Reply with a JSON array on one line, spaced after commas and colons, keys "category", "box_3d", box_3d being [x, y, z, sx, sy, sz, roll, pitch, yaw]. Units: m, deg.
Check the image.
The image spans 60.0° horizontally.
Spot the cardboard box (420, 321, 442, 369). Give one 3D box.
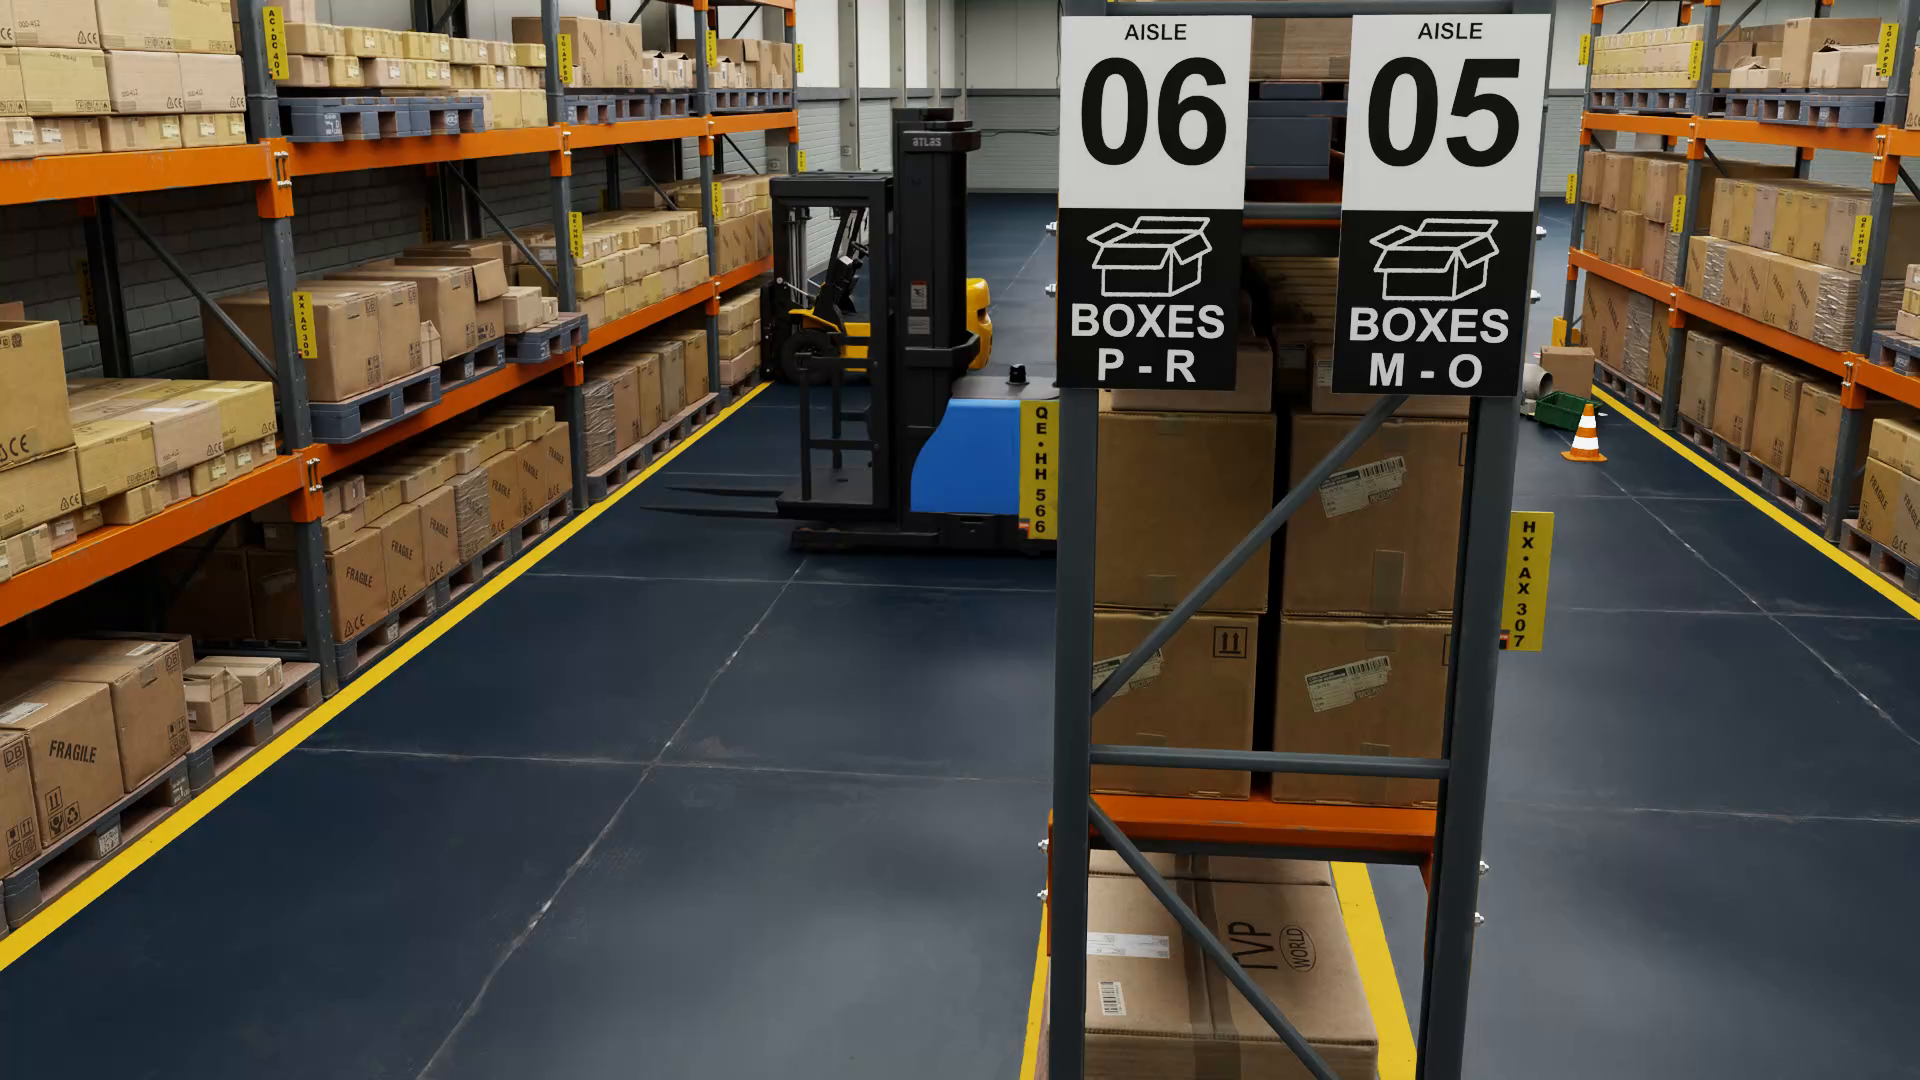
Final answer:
[{"category": "cardboard box", "box_3d": [-3.218, -1.137, 9.572, 0.396, 0.266, 0.258, 2, 15, 9]}]

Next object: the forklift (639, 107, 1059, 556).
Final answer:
[{"category": "forklift", "box_3d": [-0.709, -1.460, 11.446, 3.031, 2.935, 1.130, 2, 15, 8]}]

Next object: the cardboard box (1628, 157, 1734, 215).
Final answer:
[{"category": "cardboard box", "box_3d": [7.281, -3.568, 16.754, 0.875, 0.550, 0.500, 2, 15, 6]}]

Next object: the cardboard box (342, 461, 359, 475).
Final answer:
[{"category": "cardboard box", "box_3d": [-3.897, -0.400, 10.136, 0.380, 0.149, 0.250, 2, 15, 7]}]

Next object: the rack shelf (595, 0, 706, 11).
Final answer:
[{"category": "rack shelf", "box_3d": [-3.079, -4.562, 13.436, 1.077, 0.370, 4.000, 2, 15, 6]}]

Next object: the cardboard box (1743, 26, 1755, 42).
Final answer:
[{"category": "cardboard box", "box_3d": [7.444, -4.639, 15.281, 0.380, 0.149, 0.250, 2, 15, 6]}]

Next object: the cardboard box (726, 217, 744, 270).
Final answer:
[{"category": "cardboard box", "box_3d": [-2.501, -3.016, 16.877, 0.500, 0.500, 0.500, 2, 15, 7]}]

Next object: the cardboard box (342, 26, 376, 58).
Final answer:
[{"category": "cardboard box", "box_3d": [-3.256, -2.571, 8.594, 0.380, 0.149, 0.250, 1, 15, 5]}]

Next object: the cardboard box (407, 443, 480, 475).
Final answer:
[{"category": "cardboard box", "box_3d": [-3.286, -0.518, 10.572, 0.380, 0.149, 0.250, 1, 15, 4]}]

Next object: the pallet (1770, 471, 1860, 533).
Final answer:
[{"category": "pallet", "box_3d": [6.721, -0.279, 12.288, 1.003, 0.211, 1.213, 2, 15, 6]}]

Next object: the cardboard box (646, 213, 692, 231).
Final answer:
[{"category": "cardboard box", "box_3d": [-2.682, -2.923, 15.293, 0.380, 0.149, 0.250, 1, 15, 5]}]

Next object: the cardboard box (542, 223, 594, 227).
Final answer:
[{"category": "cardboard box", "box_3d": [-3.324, -2.607, 14.123, 0.380, 0.149, 0.250, 2, 15, 7]}]

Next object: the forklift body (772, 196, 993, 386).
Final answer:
[{"category": "forklift body", "box_3d": [-0.803, -2.807, 17.922, 2.313, 2.155, 1.214, 2, 15, 6]}]

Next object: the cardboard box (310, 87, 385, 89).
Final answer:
[{"category": "cardboard box", "box_3d": [-3.756, -2.838, 10.190, 0.380, 0.149, 0.250, 1, 15, 5]}]

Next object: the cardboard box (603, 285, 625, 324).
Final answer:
[{"category": "cardboard box", "box_3d": [-2.950, -1.853, 13.055, 0.500, 0.250, 0.500, 1, 15, 5]}]

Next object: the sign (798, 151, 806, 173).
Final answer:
[{"category": "sign", "box_3d": [-1.864, -4.416, 19.574, 0.100, 0.325, 0.005, 2, 15, 6]}]

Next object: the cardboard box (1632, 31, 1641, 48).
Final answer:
[{"category": "cardboard box", "box_3d": [6.933, -4.987, 16.568, 0.380, 0.149, 0.250, 2, 15, 7]}]

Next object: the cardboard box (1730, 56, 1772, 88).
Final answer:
[{"category": "cardboard box", "box_3d": [6.693, -3.945, 14.019, 0.258, 0.266, 0.396, 1, 15, 5]}]

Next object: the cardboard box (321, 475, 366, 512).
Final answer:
[{"category": "cardboard box", "box_3d": [-3.469, -0.257, 9.036, 0.380, 0.149, 0.250, 1, 15, 4]}]

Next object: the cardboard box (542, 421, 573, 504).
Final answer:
[{"category": "cardboard box", "box_3d": [-3.139, -0.567, 11.997, 0.500, 0.500, 0.500, 2, 15, 8]}]

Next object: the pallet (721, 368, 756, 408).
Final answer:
[{"category": "pallet", "box_3d": [-2.722, -1.584, 17.114, 1.003, 0.211, 1.213, 2, 15, 6]}]

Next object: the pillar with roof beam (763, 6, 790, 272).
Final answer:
[{"category": "pillar with roof beam", "box_3d": [1.579, -7.933, 23.762, 9.100, 9.000, 0.400, 2, 15, 6]}]

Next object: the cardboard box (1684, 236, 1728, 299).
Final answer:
[{"category": "cardboard box", "box_3d": [6.682, -2.380, 14.524, 0.500, 0.500, 0.500, 2, 15, 7]}]

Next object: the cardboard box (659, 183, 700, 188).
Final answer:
[{"category": "cardboard box", "box_3d": [-2.941, -3.652, 17.419, 0.380, 0.149, 0.250, 2, 15, 6]}]

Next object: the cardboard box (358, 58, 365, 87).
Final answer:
[{"category": "cardboard box", "box_3d": [-3.332, -2.428, 8.633, 0.380, 0.149, 0.250, 2, 15, 7]}]

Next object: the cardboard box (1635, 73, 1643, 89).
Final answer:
[{"category": "cardboard box", "box_3d": [6.904, -4.537, 16.434, 0.380, 0.149, 0.250, 2, 15, 6]}]

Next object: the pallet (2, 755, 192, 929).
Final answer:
[{"category": "pallet", "box_3d": [-3.970, 1.192, 6.850, 1.003, 0.211, 1.213, 2, 15, 6]}]

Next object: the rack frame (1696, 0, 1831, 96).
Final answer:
[{"category": "rack frame", "box_3d": [7.009, -5.356, 14.229, 1.000, 3.000, 0.127, 2, 15, 6]}]

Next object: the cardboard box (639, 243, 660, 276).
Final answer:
[{"category": "cardboard box", "box_3d": [-2.845, -2.362, 13.981, 0.500, 0.250, 0.500, 2, 15, 7]}]

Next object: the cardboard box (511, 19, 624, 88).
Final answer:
[{"category": "cardboard box", "box_3d": [-3.023, -3.749, 12.846, 0.700, 0.500, 0.500, 1, 15, 5]}]

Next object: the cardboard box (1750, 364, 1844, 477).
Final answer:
[{"category": "cardboard box", "box_3d": [6.811, -0.921, 12.828, 1.050, 0.750, 0.750, 2, 15, 7]}]

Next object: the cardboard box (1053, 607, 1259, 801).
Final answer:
[{"category": "cardboard box", "box_3d": [0.517, 0.352, 4.423, 0.500, 0.500, 0.500, 2, 15, 7]}]

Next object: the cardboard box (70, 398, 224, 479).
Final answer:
[{"category": "cardboard box", "box_3d": [-3.613, -0.451, 7.302, 0.500, 0.250, 0.500, 2, 15, 6]}]

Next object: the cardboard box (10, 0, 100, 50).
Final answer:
[{"category": "cardboard box", "box_3d": [-3.688, -2.009, 6.359, 0.500, 0.250, 0.500, 2, 15, 7]}]

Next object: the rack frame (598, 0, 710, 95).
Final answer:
[{"category": "rack frame", "box_3d": [-2.853, -5.621, 15.209, 1.000, 3.000, 0.127, 2, 15, 6]}]

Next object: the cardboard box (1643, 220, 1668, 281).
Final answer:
[{"category": "cardboard box", "box_3d": [7.078, -2.772, 15.878, 0.875, 0.550, 0.550, 2, 15, 6]}]

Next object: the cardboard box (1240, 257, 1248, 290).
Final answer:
[{"category": "cardboard box", "box_3d": [1.272, -1.064, 6.499, 0.380, 0.149, 0.250, 2, 15, 6]}]

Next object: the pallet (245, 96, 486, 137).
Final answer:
[{"category": "pallet", "box_3d": [-3.499, -2.443, 9.564, 1.213, 0.211, 1.003, 2, 15, 6]}]

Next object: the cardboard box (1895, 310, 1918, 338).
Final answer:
[{"category": "cardboard box", "box_3d": [6.307, -1.394, 10.746, 0.380, 0.149, 0.250, 1, 15, 5]}]

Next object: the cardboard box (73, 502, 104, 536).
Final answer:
[{"category": "cardboard box", "box_3d": [-3.752, -0.104, 6.782, 0.380, 0.149, 0.250, 2, 15, 7]}]

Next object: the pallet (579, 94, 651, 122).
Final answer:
[{"category": "pallet", "box_3d": [-3.194, -3.513, 13.522, 1.003, 0.211, 1.213, 2, 15, 9]}]

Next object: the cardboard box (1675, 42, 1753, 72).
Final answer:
[{"category": "cardboard box", "box_3d": [6.809, -4.365, 15.034, 0.500, 0.250, 0.500, 2, 15, 6]}]

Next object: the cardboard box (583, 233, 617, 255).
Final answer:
[{"category": "cardboard box", "box_3d": [-2.927, -2.327, 13.088, 0.380, 0.149, 0.250, 2, 15, 7]}]

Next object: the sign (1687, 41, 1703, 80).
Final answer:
[{"category": "sign", "box_3d": [6.457, -4.212, 14.602, 0.100, 0.325, 0.005, 2, 15, 6]}]

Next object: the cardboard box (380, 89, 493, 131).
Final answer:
[{"category": "cardboard box", "box_3d": [-3.234, -2.662, 10.302, 0.500, 0.250, 0.500, 2, 15, 6]}]

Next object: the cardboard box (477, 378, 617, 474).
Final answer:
[{"category": "cardboard box", "box_3d": [-3.221, -0.905, 13.007, 0.875, 0.625, 0.625, 2, 15, 8]}]

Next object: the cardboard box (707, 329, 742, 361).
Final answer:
[{"category": "cardboard box", "box_3d": [-2.492, -1.958, 16.661, 0.500, 0.250, 0.500, 2, 15, 6]}]

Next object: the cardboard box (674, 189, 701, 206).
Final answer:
[{"category": "cardboard box", "box_3d": [-2.600, -3.375, 16.391, 0.380, 0.149, 0.250, 2, 15, 7]}]

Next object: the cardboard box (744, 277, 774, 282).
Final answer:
[{"category": "cardboard box", "box_3d": [-2.196, -2.859, 19.036, 0.500, 0.250, 0.500, 2, 15, 7]}]

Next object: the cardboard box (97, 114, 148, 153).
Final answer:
[{"category": "cardboard box", "box_3d": [-3.605, -1.678, 6.856, 0.380, 0.149, 0.250, 2, 15, 6]}]

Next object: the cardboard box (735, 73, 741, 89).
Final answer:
[{"category": "cardboard box", "box_3d": [-2.414, -4.609, 16.700, 0.380, 0.149, 0.250, 2, 15, 8]}]

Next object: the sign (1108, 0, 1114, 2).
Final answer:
[{"category": "sign", "box_3d": [0.636, -2.367, 7.331, 0.100, 0.325, 0.005, 2, 15, 6]}]

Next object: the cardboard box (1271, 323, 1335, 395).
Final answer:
[{"category": "cardboard box", "box_3d": [0.999, -0.465, 4.286, 0.380, 0.149, 0.250, 2, 15, 8]}]

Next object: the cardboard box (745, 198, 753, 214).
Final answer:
[{"category": "cardboard box", "box_3d": [-2.383, -3.492, 17.396, 0.380, 0.149, 0.250, 1, 15, 4]}]

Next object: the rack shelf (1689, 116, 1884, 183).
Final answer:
[{"category": "rack shelf", "box_3d": [6.783, -3.042, 12.796, 1.077, 0.370, 4.000, 2, 15, 6]}]

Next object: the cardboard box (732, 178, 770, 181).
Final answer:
[{"category": "cardboard box", "box_3d": [-2.334, -3.972, 18.601, 0.380, 0.149, 0.250, 2, 15, 7]}]
